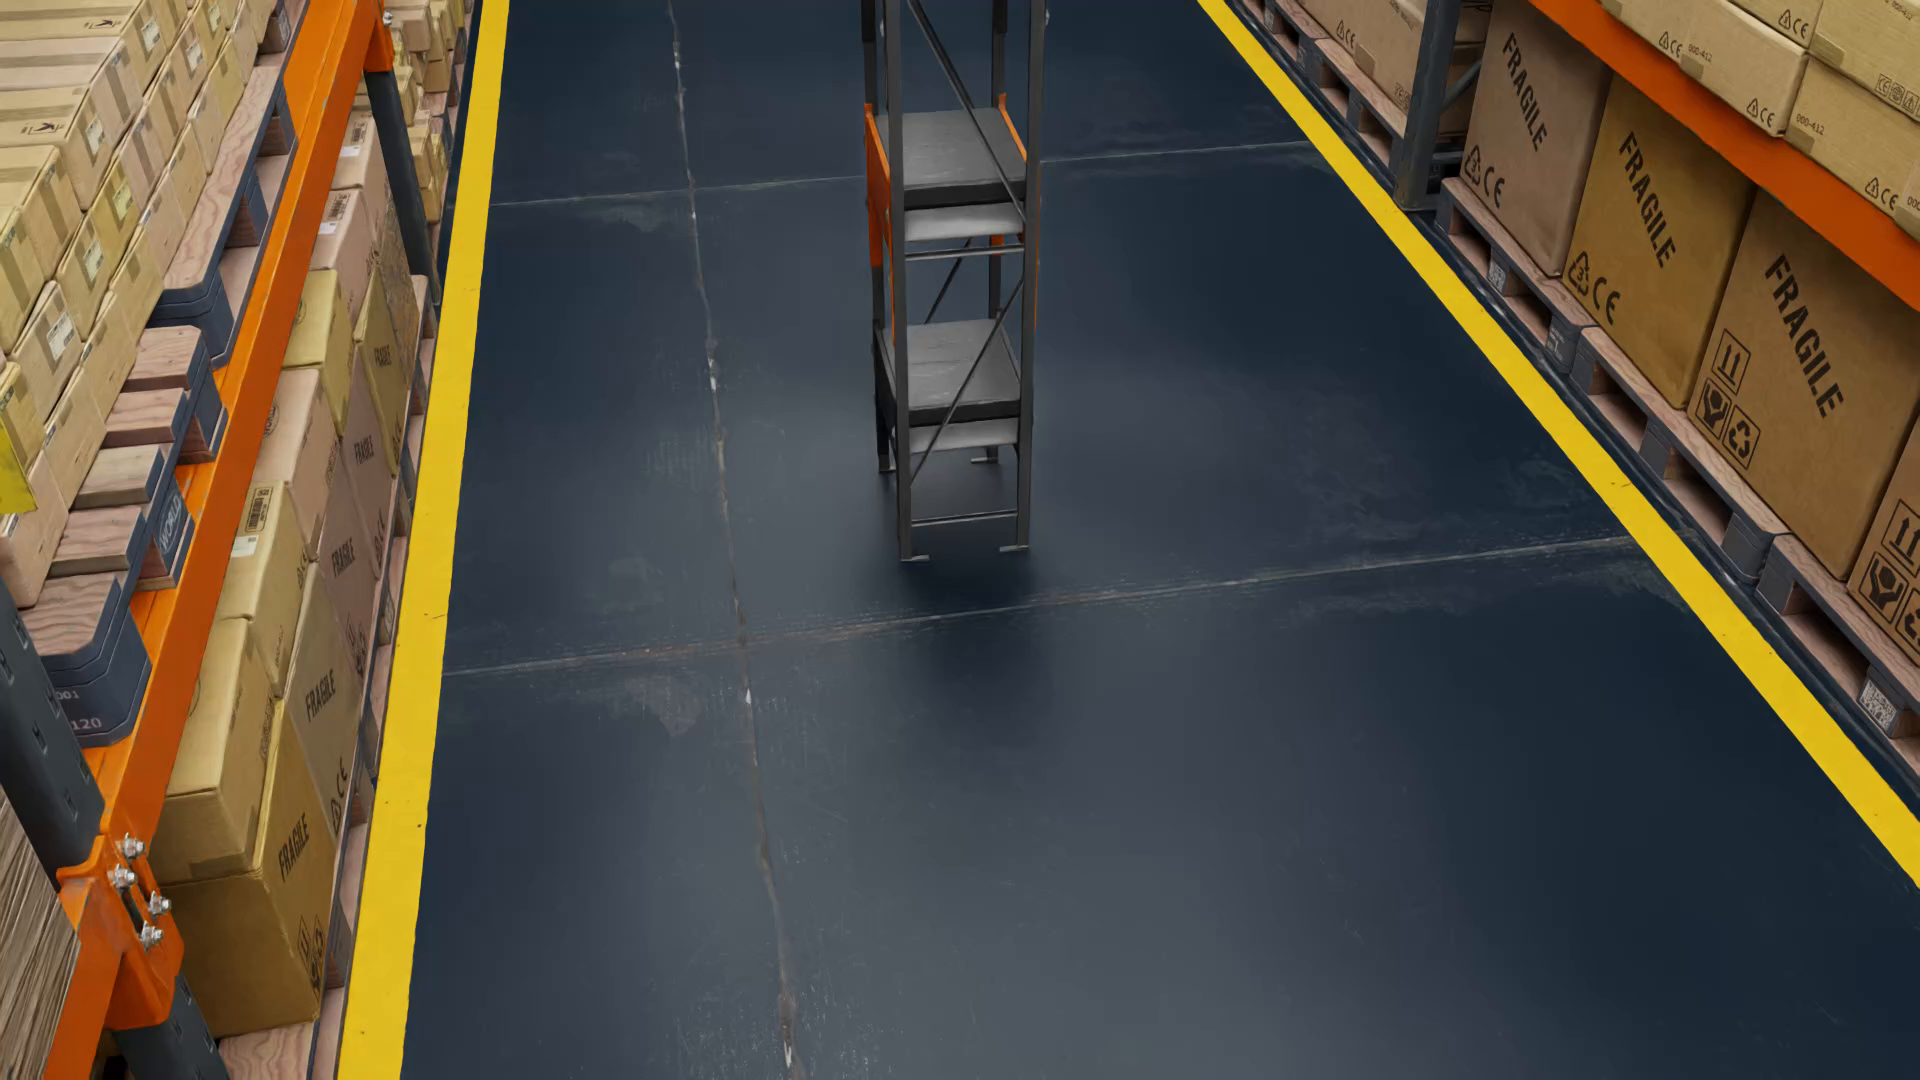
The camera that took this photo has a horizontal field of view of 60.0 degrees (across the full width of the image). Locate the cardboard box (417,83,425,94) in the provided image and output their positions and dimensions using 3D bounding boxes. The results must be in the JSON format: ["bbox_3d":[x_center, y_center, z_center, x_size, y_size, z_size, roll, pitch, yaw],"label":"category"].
[{"bbox_3d":[-2.566,-1.966,7.317,0.380,0.149,0.250,-8,39,-10],"label":"cardboard box"}]

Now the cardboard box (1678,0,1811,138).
[{"bbox_3d":[2.416,-1.373,4.695,0.500,0.250,0.500,-7,38,-9],"label":"cardboard box"}]

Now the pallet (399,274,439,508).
[{"bbox_3d":[-2.364,-0.489,5.707,1.003,0.211,1.213,-6,38,-8],"label":"pallet"}]

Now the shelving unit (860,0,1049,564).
[{"bbox_3d":[-0.029,-0.929,4.735,0.431,2.100,0.503,-6,38,-8],"label":"shelving unit"}]

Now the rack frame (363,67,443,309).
[{"bbox_3d":[-2.502,-2.060,5.456,1.000,3.000,0.127,-6,38,-8],"label":"rack frame"}]

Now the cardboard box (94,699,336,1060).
[{"bbox_3d":[-1.674,0.723,3.570,0.500,0.500,0.500,-8,39,-10],"label":"cardboard box"}]

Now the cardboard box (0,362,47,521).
[{"bbox_3d":[-1.688,-0.141,2.607,0.380,0.149,0.250,-5,38,-6],"label":"cardboard box"}]

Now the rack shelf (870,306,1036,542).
[{"bbox_3d":[-0.029,-0.366,5.172,0.431,0.518,0.480,-6,38,-8],"label":"rack shelf"}]

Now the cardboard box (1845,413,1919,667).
[{"bbox_3d":[3.015,0.010,4.182,0.875,0.875,0.875,-7,38,-8],"label":"cardboard box"}]

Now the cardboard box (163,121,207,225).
[{"bbox_3d":[-1.915,-0.803,3.701,0.380,0.149,0.250,-6,38,-7],"label":"cardboard box"}]

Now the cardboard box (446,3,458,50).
[{"bbox_3d":[-2.609,-2.445,7.933,0.380,0.149,0.250,-6,38,-7],"label":"cardboard box"}]

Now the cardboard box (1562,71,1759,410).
[{"bbox_3d":[2.707,-1.069,5.571,0.875,0.875,0.875,-5,38,-7],"label":"cardboard box"}]

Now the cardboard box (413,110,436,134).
[{"bbox_3d":[-2.391,-1.660,6.923,0.380,0.149,0.250,-6,38,-8],"label":"cardboard box"}]

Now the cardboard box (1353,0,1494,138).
[{"bbox_3d":[2.349,-2.198,7.380,0.875,0.438,0.875,-7,38,-9],"label":"cardboard box"}]

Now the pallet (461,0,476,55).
[{"bbox_3d":[-3.083,-2.834,8.726,1.003,0.211,1.213,-6,38,-8],"label":"pallet"}]

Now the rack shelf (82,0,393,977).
[{"bbox_3d":[-2.152,-0.568,4.122,1.077,0.370,4.000,-6,38,-8],"label":"rack shelf"}]

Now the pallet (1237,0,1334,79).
[{"bbox_3d":[2.080,-2.758,8.628,1.003,0.211,1.213,-6,38,-8],"label":"pallet"}]

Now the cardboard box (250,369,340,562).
[{"bbox_3d":[-1.847,-0.168,4.105,0.500,0.250,0.500,-6,38,-8],"label":"cardboard box"}]

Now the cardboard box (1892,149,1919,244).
[{"bbox_3d":[2.605,-0.762,3.909,0.500,0.250,0.500,-6,38,-7],"label":"cardboard box"}]

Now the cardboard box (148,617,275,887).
[{"bbox_3d":[-1.683,0.439,3.324,0.500,0.250,0.500,-8,39,-10],"label":"cardboard box"}]

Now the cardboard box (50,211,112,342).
[{"bbox_3d":[-1.788,-0.466,3.025,0.380,0.149,0.250,-7,38,-9],"label":"cardboard box"}]

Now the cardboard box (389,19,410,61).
[{"bbox_3d":[-2.510,-2.040,6.928,0.380,0.149,0.250,-7,38,-9],"label":"cardboard box"}]

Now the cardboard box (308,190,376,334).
[{"bbox_3d":[-2.046,-0.800,4.919,0.500,0.250,0.500,-5,38,-6],"label":"cardboard box"}]

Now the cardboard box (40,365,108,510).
[{"bbox_3d":[-1.727,-0.164,2.879,0.380,0.149,0.250,-4,38,-6],"label":"cardboard box"}]

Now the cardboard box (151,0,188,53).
[{"bbox_3d":[-1.963,-1.190,3.714,0.380,0.149,0.250,-7,38,-9],"label":"cardboard box"}]

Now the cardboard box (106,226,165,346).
[{"bbox_3d":[-1.824,-0.490,3.298,0.380,0.149,0.250,-5,38,-6],"label":"cardboard box"}]

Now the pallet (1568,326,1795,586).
[{"bbox_3d":[2.780,-0.356,5.536,1.003,0.211,1.213,-6,38,-8],"label":"pallet"}]

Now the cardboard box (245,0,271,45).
[{"bbox_3d":[-2.106,-1.449,4.532,0.380,0.149,0.250,-8,39,-10],"label":"cardboard box"}]

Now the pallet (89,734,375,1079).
[{"bbox_3d":[-1.936,0.985,3.810,1.003,0.211,1.213,-6,38,-8],"label":"pallet"}]

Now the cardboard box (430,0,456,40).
[{"bbox_3d":[-2.531,-2.400,7.633,0.380,0.149,0.250,-6,38,-7],"label":"cardboard box"}]

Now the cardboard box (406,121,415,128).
[{"bbox_3d":[-2.383,-1.614,6.621,0.380,0.149,0.250,-6,38,-8],"label":"cardboard box"}]

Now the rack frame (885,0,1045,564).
[{"bbox_3d":[0.014,-0.782,4.545,0.400,2.100,0.015,-6,38,-8],"label":"rack frame"}]

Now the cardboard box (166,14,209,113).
[{"bbox_3d":[-1.966,-1.082,3.817,0.380,0.149,0.250,-5,38,-6],"label":"cardboard box"}]

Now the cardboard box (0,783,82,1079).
[{"bbox_3d":[-1.458,0.560,2.003,0.500,0.500,0.500,-6,38,-8],"label":"cardboard box"}]

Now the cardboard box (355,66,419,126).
[{"bbox_3d":[-2.349,-1.738,6.538,0.380,0.149,0.250,-4,38,-6],"label":"cardboard box"}]

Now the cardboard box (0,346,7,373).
[{"bbox_3d":[-1.692,-0.248,2.502,0.380,0.149,0.250,-6,38,-8],"label":"cardboard box"}]

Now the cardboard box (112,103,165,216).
[{"bbox_3d":[-1.875,-0.769,3.415,0.380,0.149,0.250,-6,38,-8],"label":"cardboard box"}]

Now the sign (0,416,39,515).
[{"bbox_3d":[-1.255,-0.163,2.071,0.100,0.325,0.005,-6,38,-8],"label":"sign"}]

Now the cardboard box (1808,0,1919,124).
[{"bbox_3d":[2.516,-1.257,4.138,0.500,0.250,0.500,-7,38,-9],"label":"cardboard box"}]

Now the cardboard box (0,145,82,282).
[{"bbox_3d":[-1.780,-0.556,2.898,0.380,0.149,0.250,-6,38,-8],"label":"cardboard box"}]

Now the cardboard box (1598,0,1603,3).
[{"bbox_3d":[2.263,-1.987,5.485,0.500,0.250,0.500,-7,38,-9],"label":"cardboard box"}]

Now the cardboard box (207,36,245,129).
[{"bbox_3d":[-2.006,-1.121,4.111,0.380,0.149,0.250,-5,38,-6],"label":"cardboard box"}]

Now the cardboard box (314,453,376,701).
[{"bbox_3d":[-1.860,0.110,4.359,0.500,0.500,0.500,-7,38,-9],"label":"cardboard box"}]

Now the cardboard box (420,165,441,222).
[{"bbox_3d":[-2.250,-1.354,6.530,0.380,0.149,0.250,-8,39,-10],"label":"cardboard box"}]

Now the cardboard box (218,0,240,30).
[{"bbox_3d":[-2.053,-1.394,4.219,0.380,0.149,0.250,-8,39,-10],"label":"cardboard box"}]

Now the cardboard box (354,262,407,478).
[{"bbox_3d":[-2.035,-0.509,5.155,0.500,0.500,0.500,-7,38,-9],"label":"cardboard box"}]

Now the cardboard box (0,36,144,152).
[{"bbox_3d":[-1.875,-0.879,3.314,0.380,0.149,0.250,-5,38,-6],"label":"cardboard box"}]

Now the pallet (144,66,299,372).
[{"bbox_3d":[-2.188,-0.759,3.939,1.003,0.211,1.213,-6,38,-8],"label":"pallet"}]

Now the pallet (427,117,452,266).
[{"bbox_3d":[-2.655,-1.360,6.829,1.003,0.211,1.213,-6,38,-8],"label":"pallet"}]

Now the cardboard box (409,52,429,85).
[{"bbox_3d":[-2.531,-2.089,7.233,0.380,0.149,0.250,-5,38,-6],"label":"cardboard box"}]
